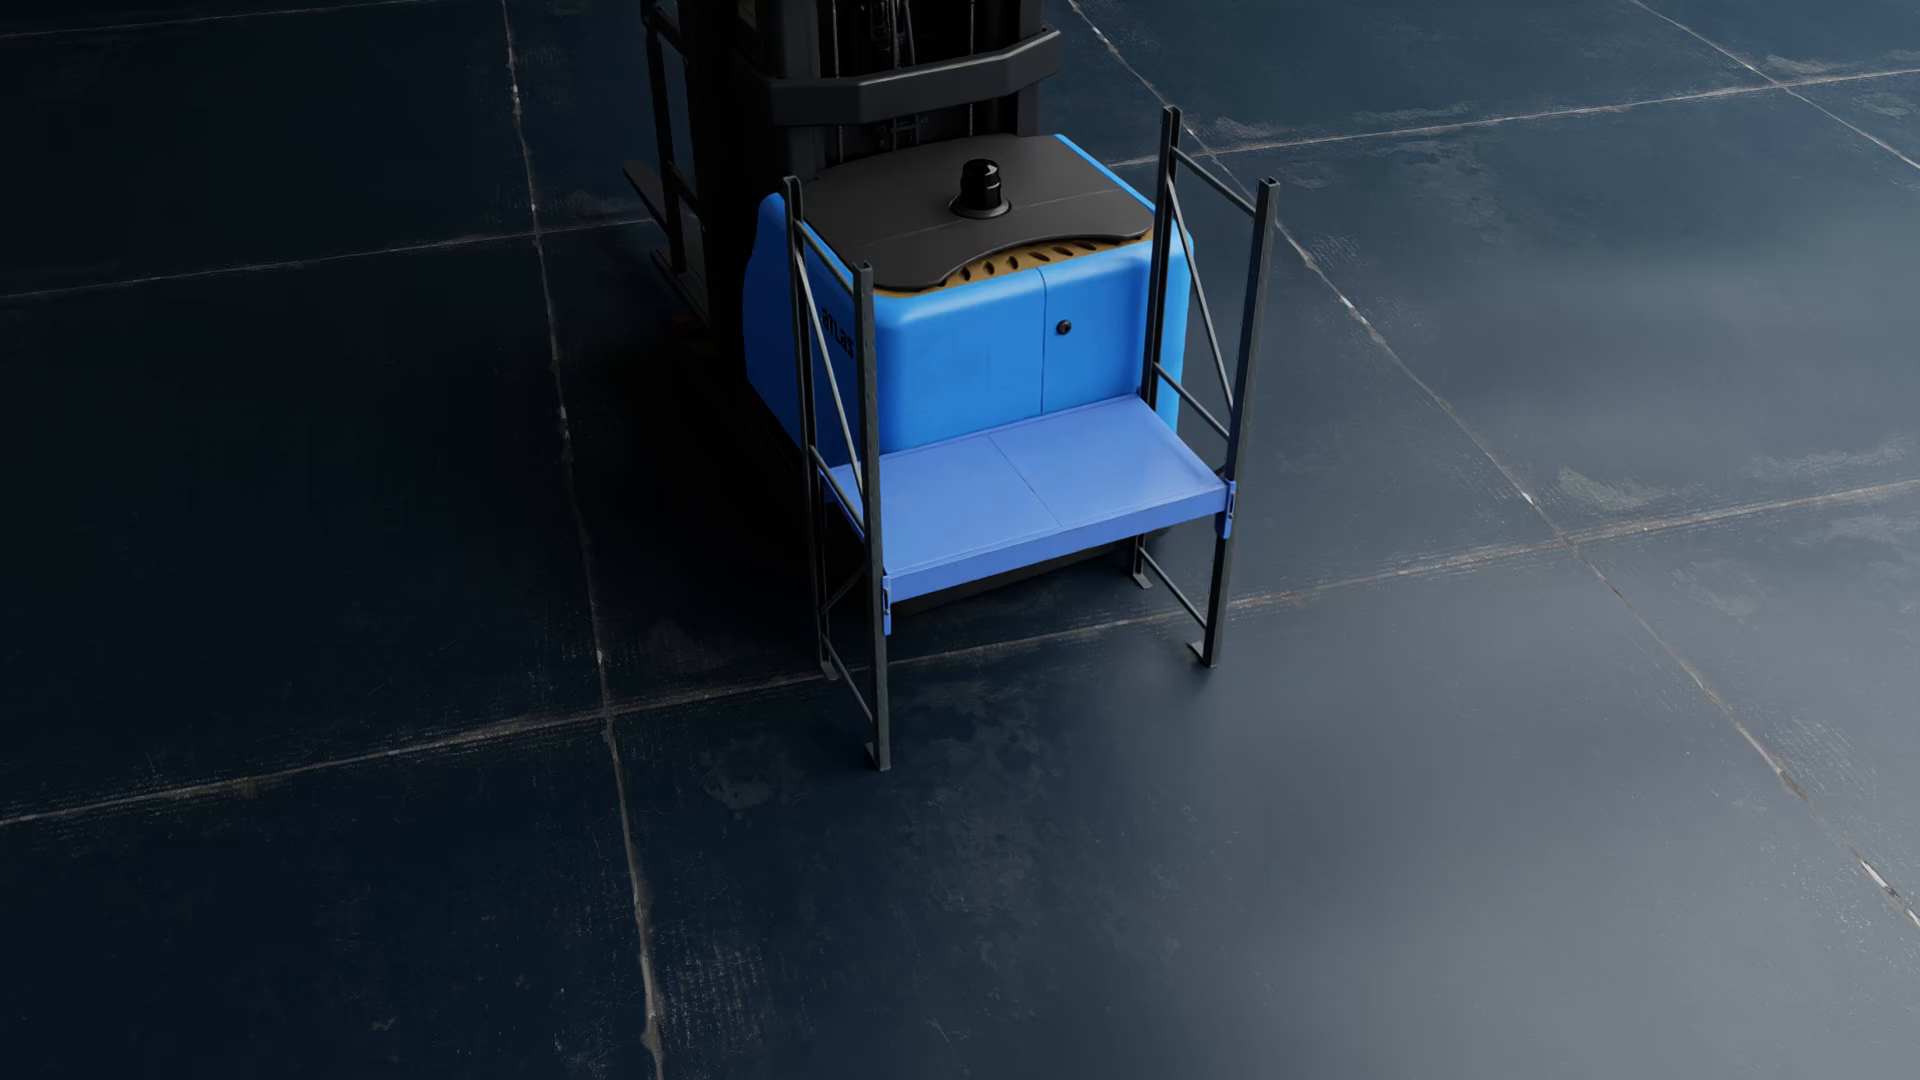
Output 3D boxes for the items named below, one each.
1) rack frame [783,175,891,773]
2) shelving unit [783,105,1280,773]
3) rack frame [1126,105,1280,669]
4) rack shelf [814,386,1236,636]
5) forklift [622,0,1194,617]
[{"bbox_3d":[-0.300,-0.117,4.168,0.032,1.500,0.500,-15,40,-19],"label":"rack frame"},{"bbox_3d":[0.164,-0.242,4.332,1.048,1.500,0.538,-15,40,-19],"label":"shelving unit"},{"bbox_3d":[0.629,-0.367,4.495,0.032,1.500,0.500,-15,40,-19],"label":"rack frame"},{"bbox_3d":[0.164,-0.099,4.441,1.000,0.185,0.538,-15,40,-19],"label":"rack shelf"},{"bbox_3d":[-0.436,-1.827,5.226,1.130,2.935,3.031,-17,40,-21],"label":"forklift"}]
